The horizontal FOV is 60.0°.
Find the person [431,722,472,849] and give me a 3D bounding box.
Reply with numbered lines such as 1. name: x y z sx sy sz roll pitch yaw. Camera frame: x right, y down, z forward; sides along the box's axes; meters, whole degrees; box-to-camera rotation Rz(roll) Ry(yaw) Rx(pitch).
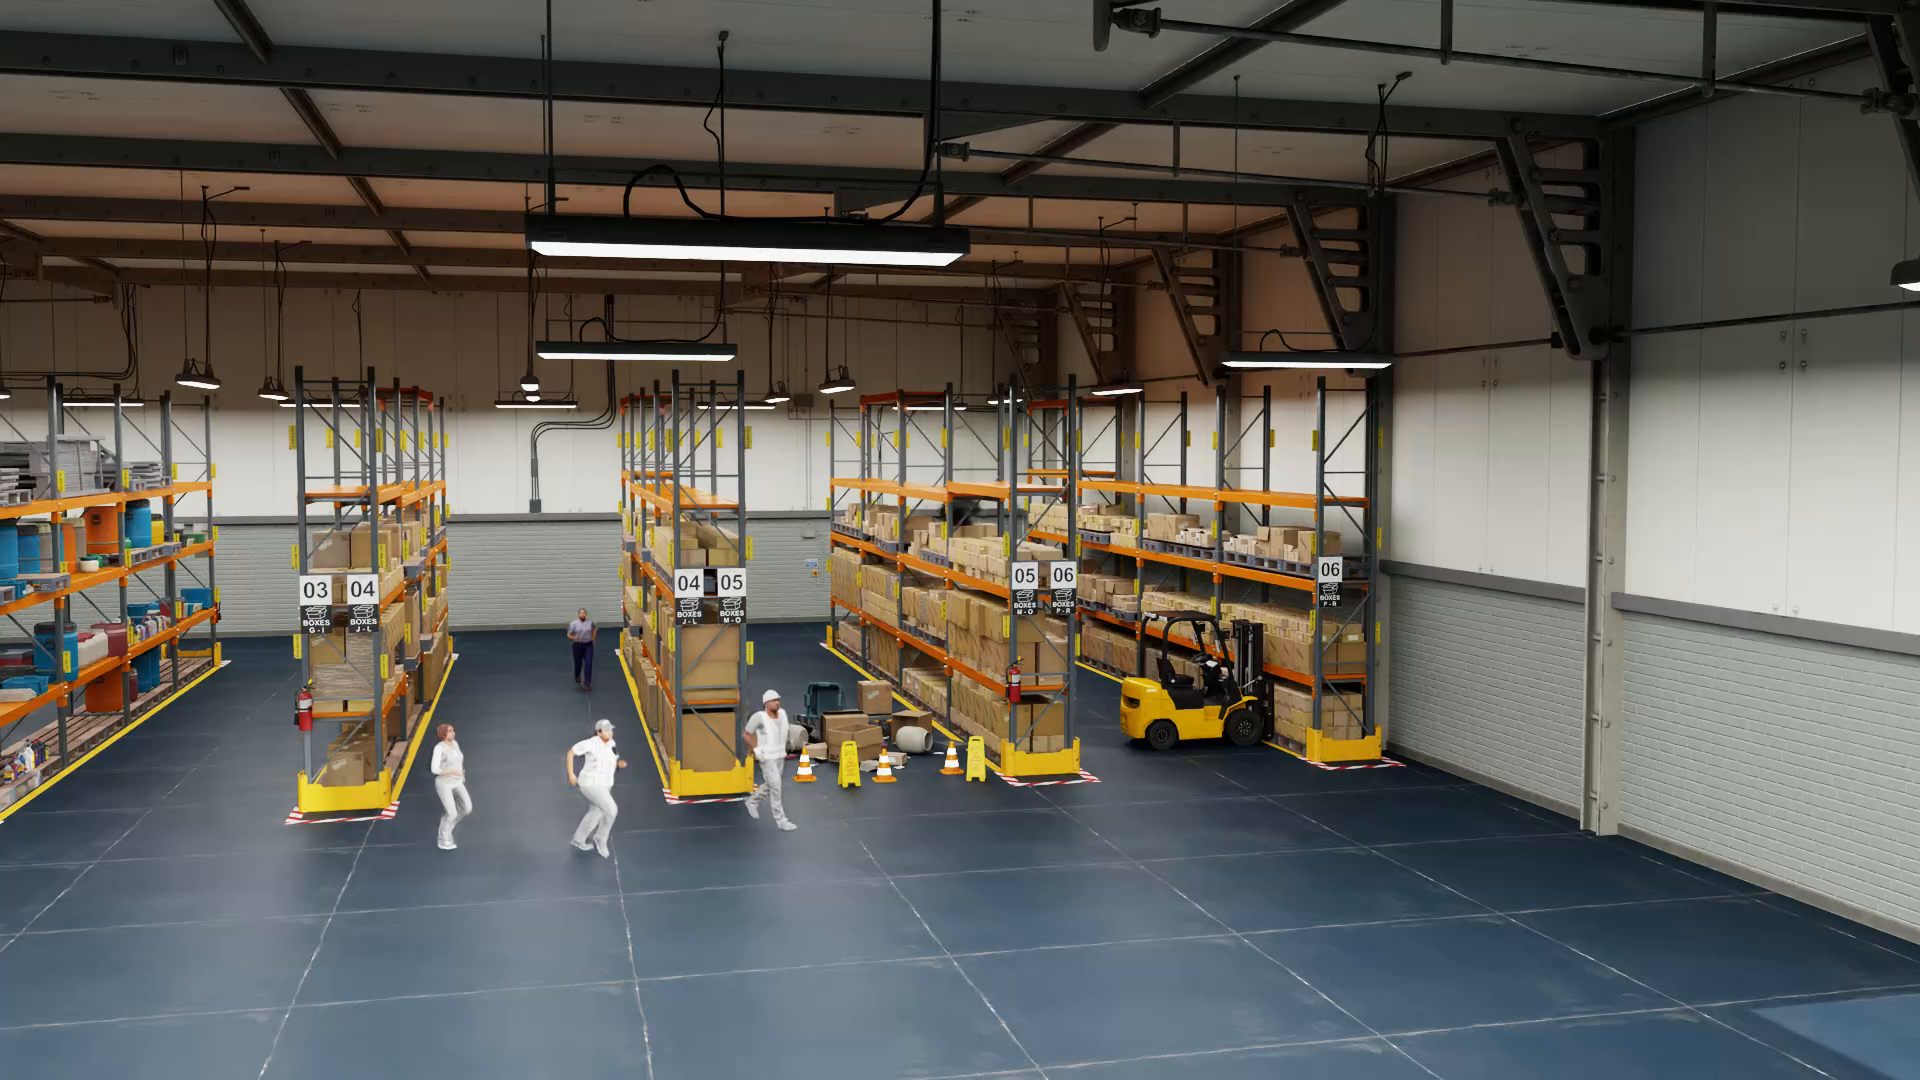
1. person: -6.186 3.010 20.295 0.532 1.543 0.525 2 4 25

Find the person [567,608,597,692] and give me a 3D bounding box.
1. person: -7.583 2.185 33.438 0.608 1.644 0.903 -1 4 -21

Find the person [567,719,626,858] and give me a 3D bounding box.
1. person: -4.374 2.982 20.036 0.784 1.662 0.630 2 4 26

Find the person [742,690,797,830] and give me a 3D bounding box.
1. person: -2.443 2.799 21.403 0.952 1.768 0.676 3 4 38
